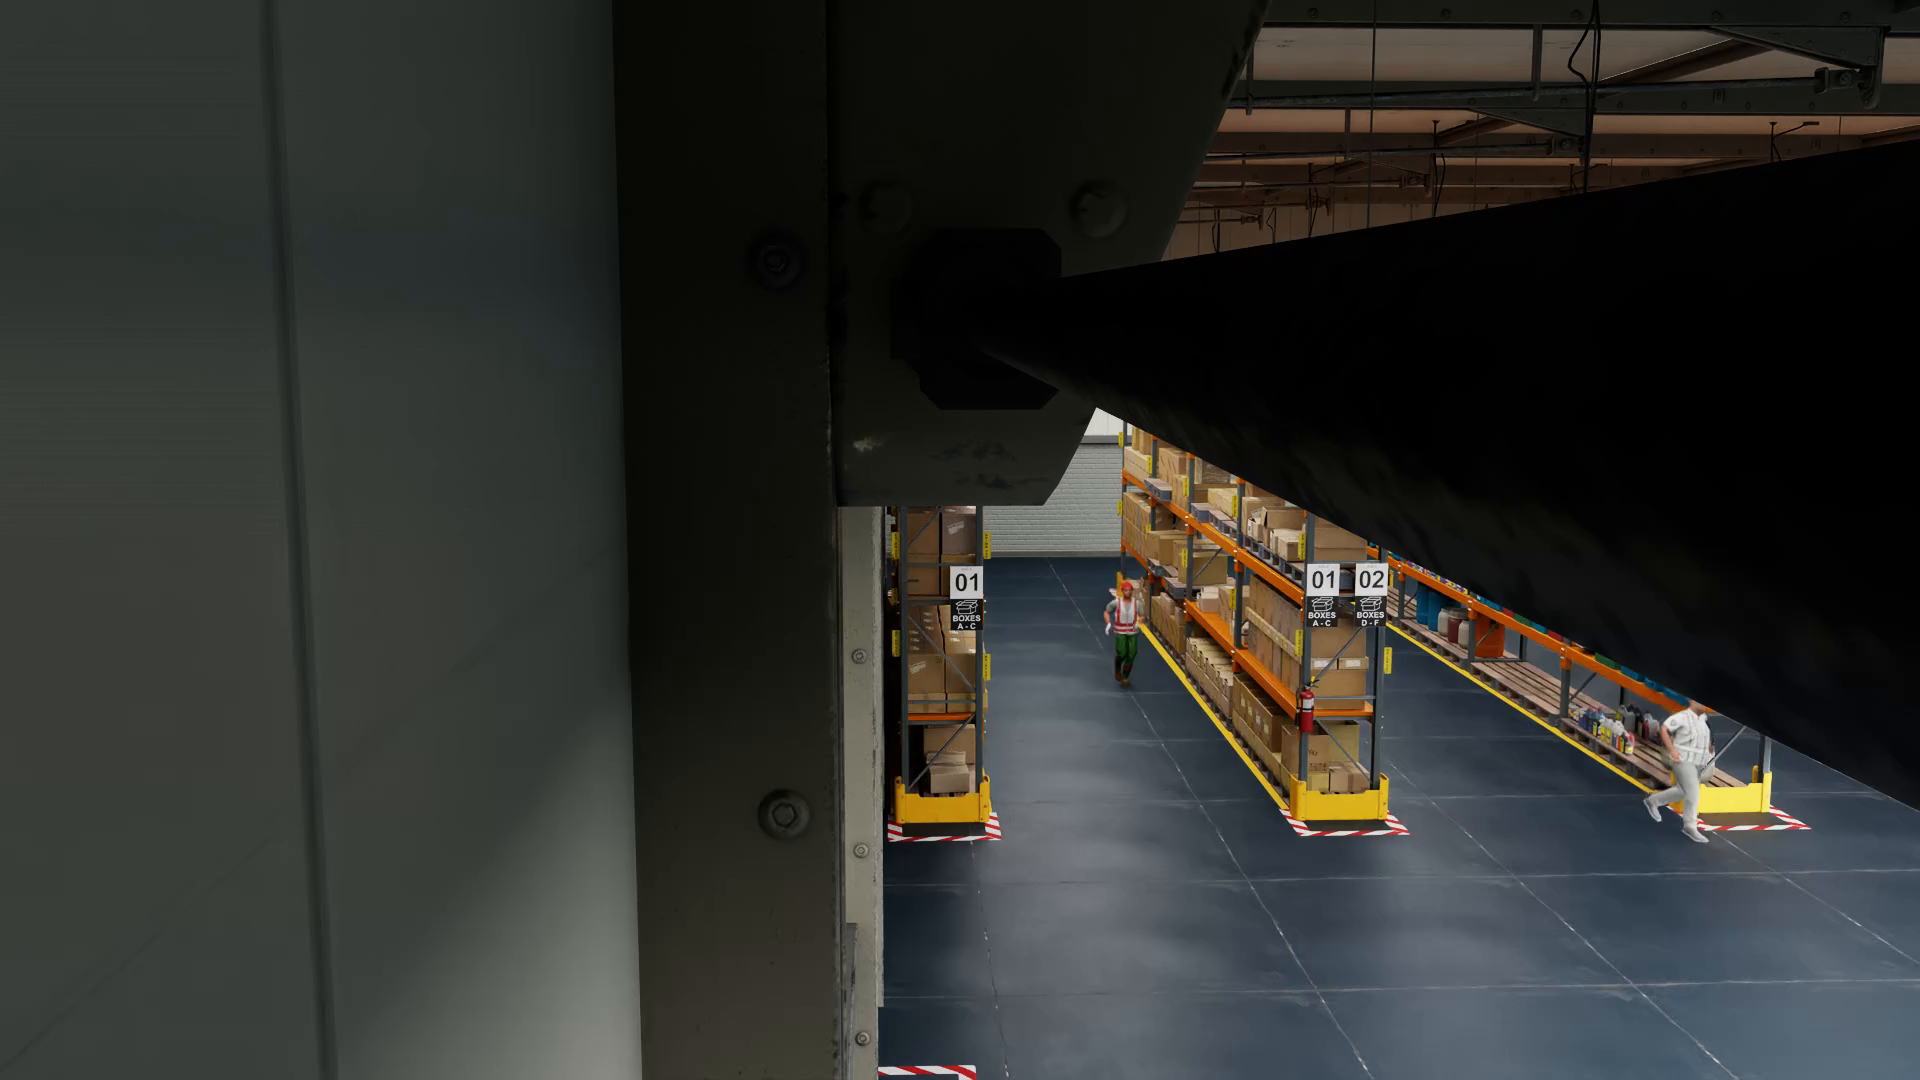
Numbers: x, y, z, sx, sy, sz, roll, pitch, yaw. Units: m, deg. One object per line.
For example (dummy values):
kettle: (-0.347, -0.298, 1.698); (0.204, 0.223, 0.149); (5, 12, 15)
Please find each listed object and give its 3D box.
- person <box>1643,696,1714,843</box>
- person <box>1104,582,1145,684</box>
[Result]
person: (8.776, 2.663, 20.119); (0.699, 1.759, 0.928); (-6, 10, -36)
person: (2.771, 1.568, 27.718); (0.664, 1.739, 0.603); (-1, 8, -6)
